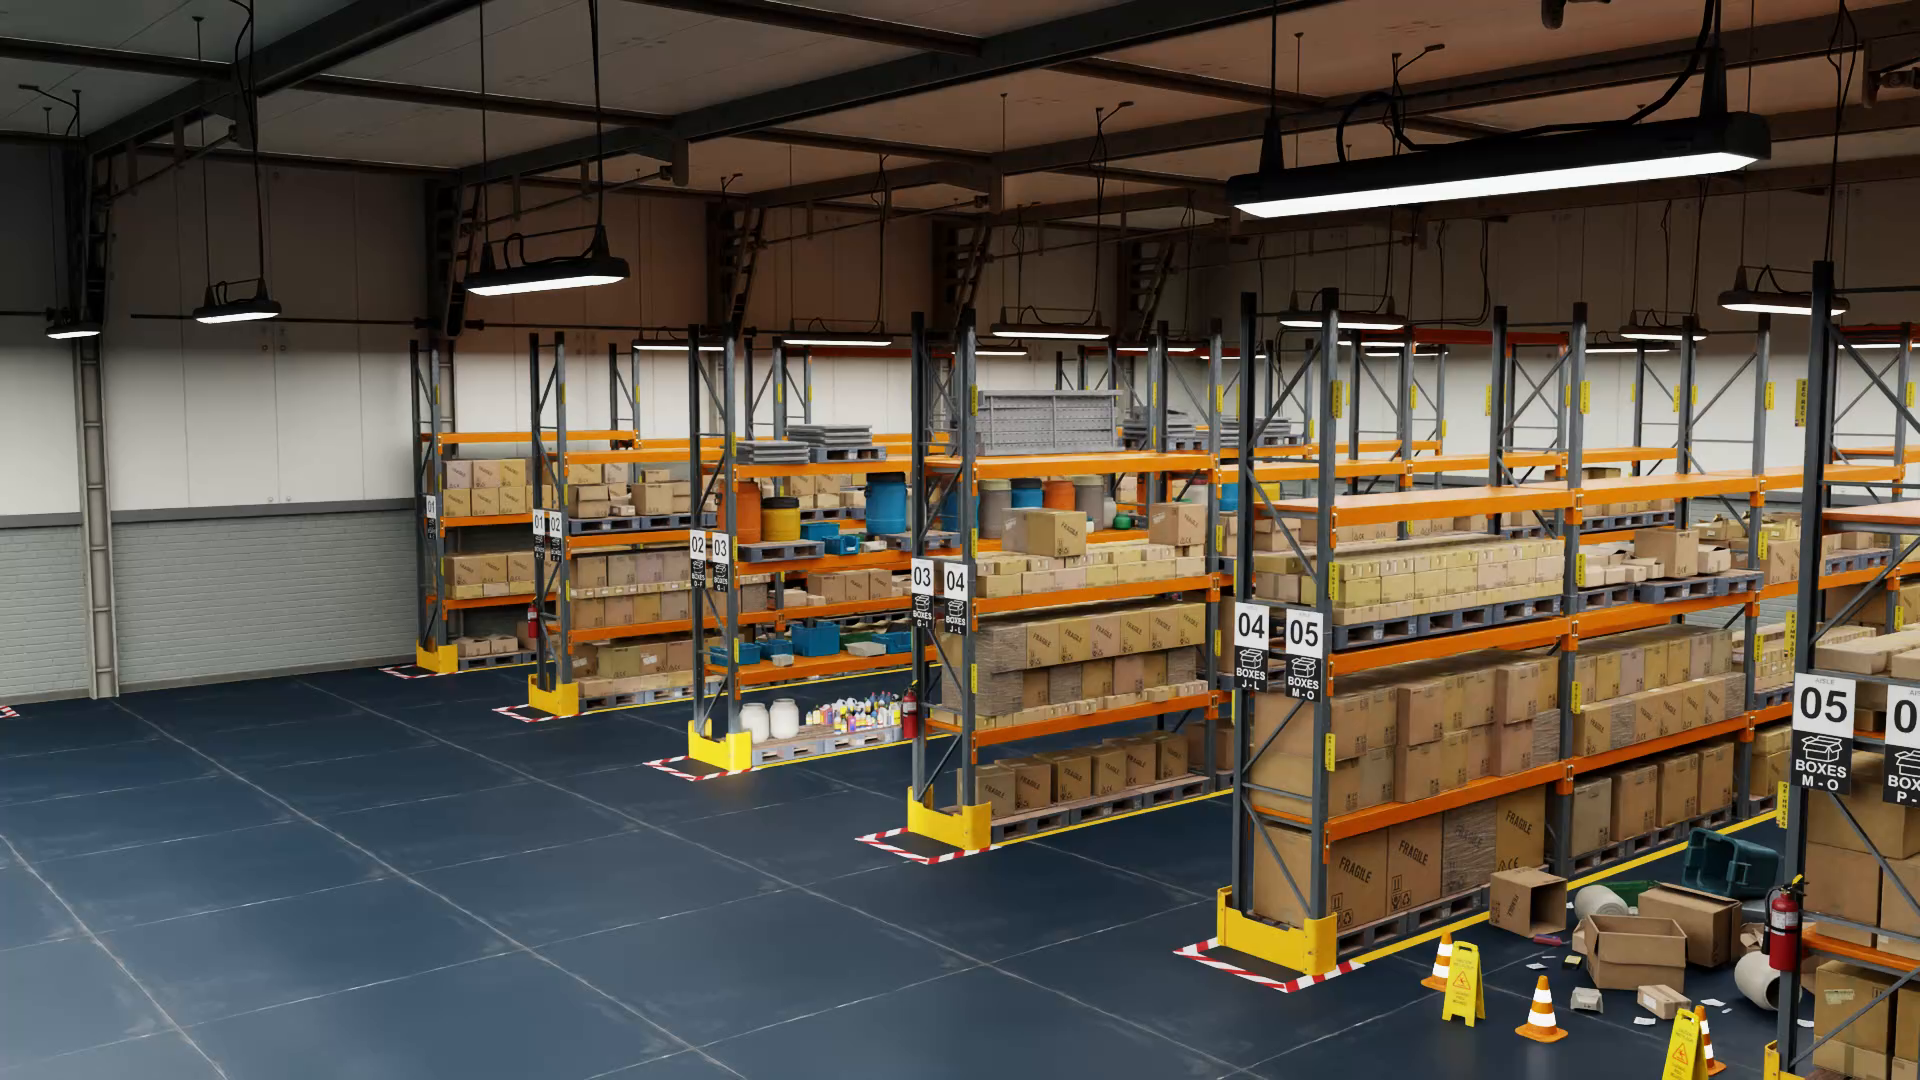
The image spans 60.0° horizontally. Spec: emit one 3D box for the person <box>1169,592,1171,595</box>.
[{"bbox_3d":[4.655,0.606,39.723,1.141,1.713,0.574,-4,7,-36],"label":"person"}]
